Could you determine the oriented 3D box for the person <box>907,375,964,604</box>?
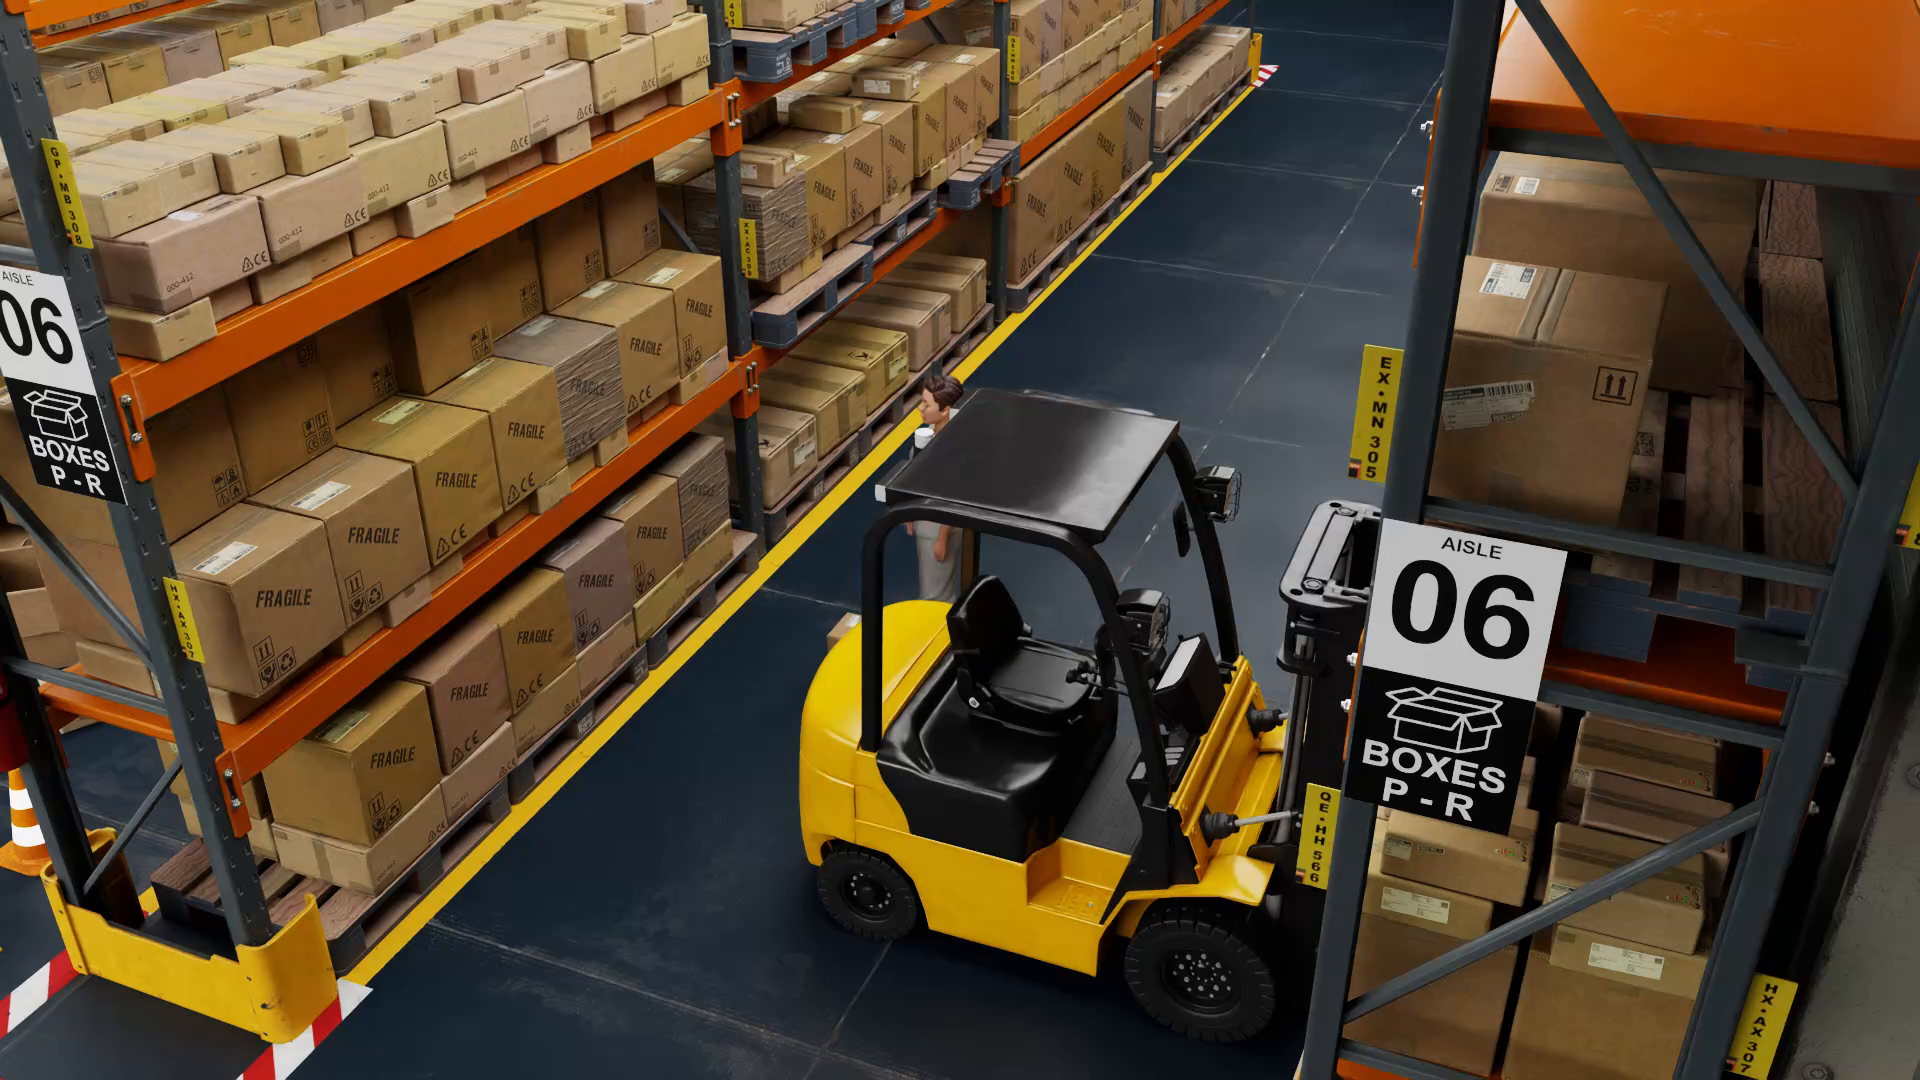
[{"bbox_3d":[-0.130,-0.045,8.516,0.429,1.719,0.448,-3,30,-5],"label":"person"}]
